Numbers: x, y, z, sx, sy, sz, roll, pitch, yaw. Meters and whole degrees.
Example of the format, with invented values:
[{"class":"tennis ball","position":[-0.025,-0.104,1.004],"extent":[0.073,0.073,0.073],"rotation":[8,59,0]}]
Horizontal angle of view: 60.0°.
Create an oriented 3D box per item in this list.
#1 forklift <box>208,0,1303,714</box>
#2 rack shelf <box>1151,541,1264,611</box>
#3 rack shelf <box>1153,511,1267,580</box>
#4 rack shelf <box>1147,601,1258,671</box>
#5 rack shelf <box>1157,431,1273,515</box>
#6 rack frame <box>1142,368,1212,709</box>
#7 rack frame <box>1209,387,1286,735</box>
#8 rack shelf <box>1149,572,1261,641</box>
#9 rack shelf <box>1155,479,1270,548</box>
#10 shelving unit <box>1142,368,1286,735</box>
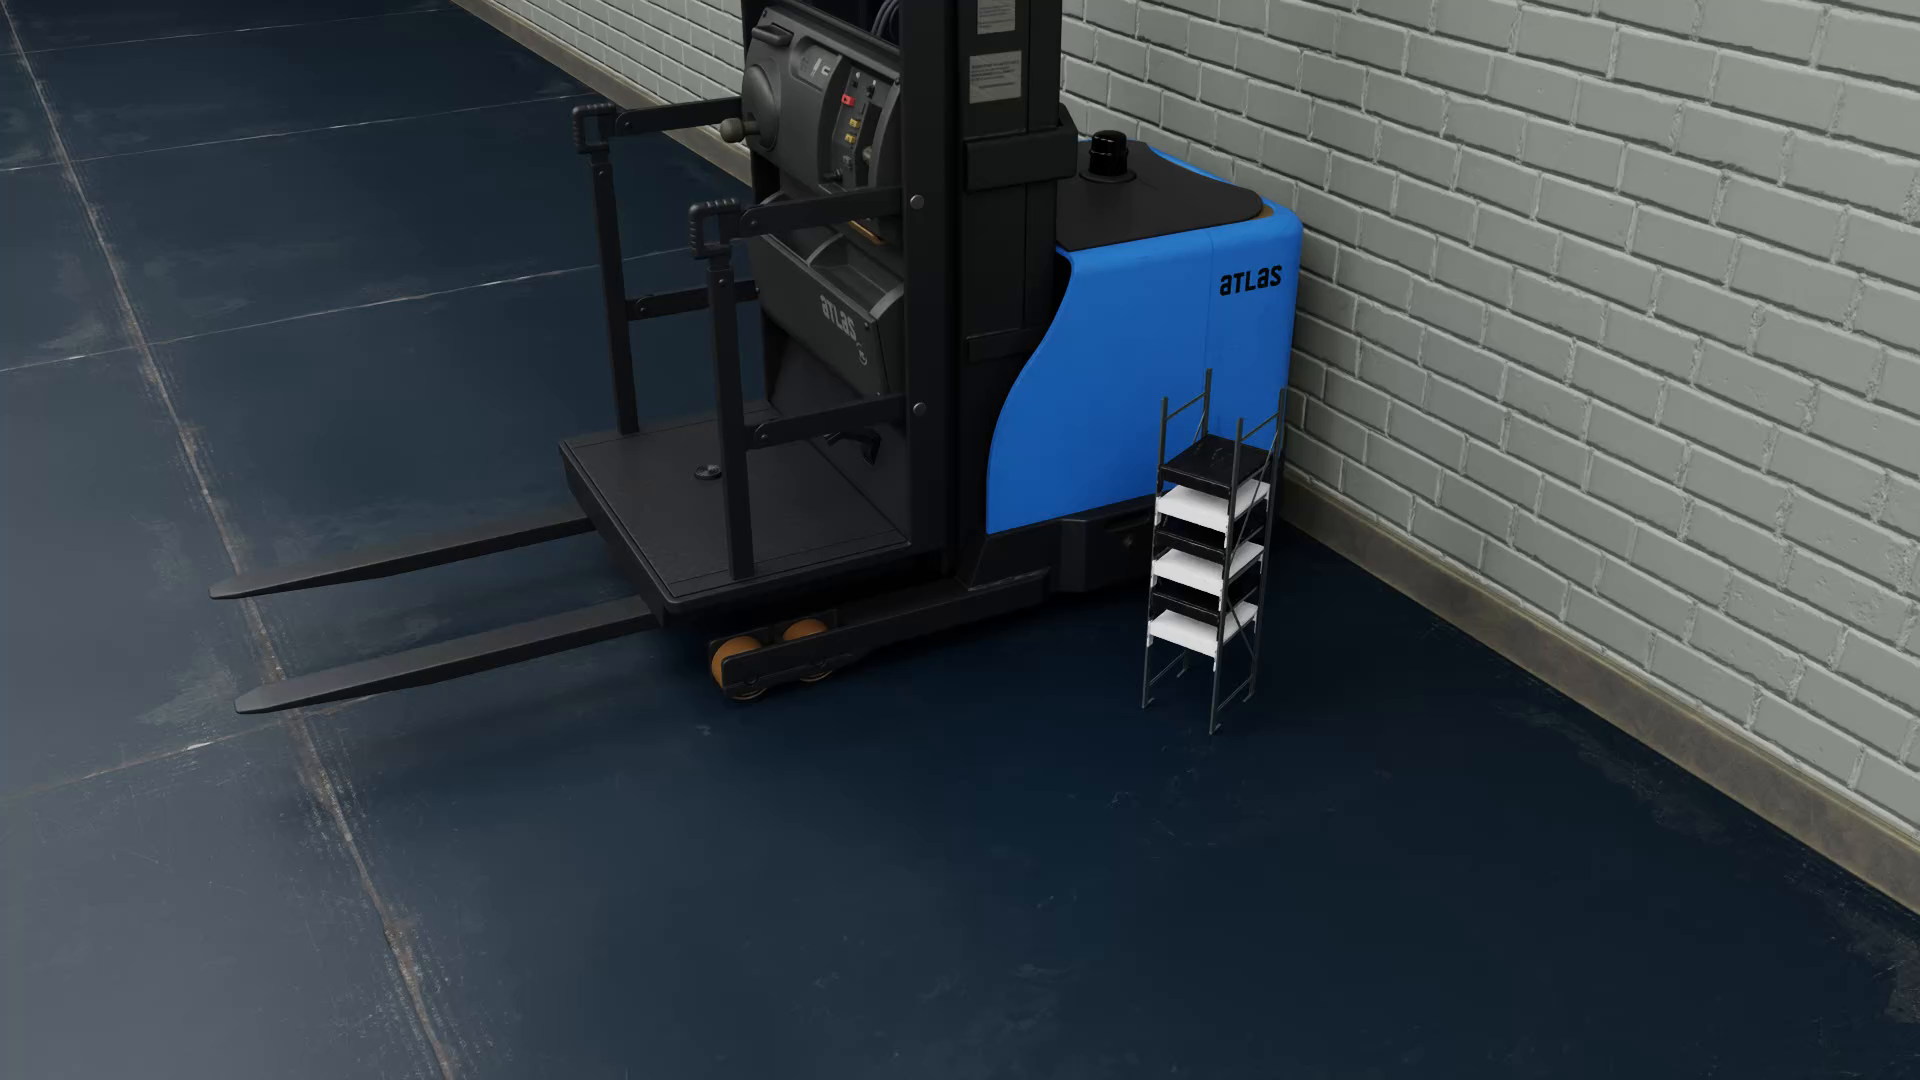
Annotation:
[{"class":"forklift","position":[-0.558,-1.146,4.293],"extent":[3.031,2.935,1.130],"rotation":[-14,32,-23]},{"class":"rack shelf","position":[0.641,0.067,4.266],"extent":[0.200,0.077,0.258],"rotation":[20,34,31]},{"class":"rack shelf","position":[0.641,-0.012,4.223],"extent":[0.200,0.077,0.258],"rotation":[20,34,31]},{"class":"rack shelf","position":[0.641,0.225,4.353],"extent":[0.200,0.077,0.258],"rotation":[20,34,31]},{"class":"rack shelf","position":[0.641,-0.169,4.136],"extent":[0.200,0.077,0.258],"rotation":[20,34,31]},{"class":"rack frame","position":[0.559,0.009,4.303],"extent":[0.006,0.900,0.240],"rotation":[20,34,31]},{"class":"rack frame","position":[0.723,0.067,4.197],"extent":[0.006,0.900,0.240],"rotation":[20,34,31]},{"class":"rack shelf","position":[0.641,0.146,4.310],"extent":[0.200,0.077,0.258],"rotation":[20,34,31]},{"class":"rack shelf","position":[0.641,-0.091,4.179],"extent":[0.200,0.077,0.258],"rotation":[20,34,31]},{"class":"shelving unit","position":[0.641,0.038,4.250],"extent":[0.210,0.900,0.258],"rotation":[20,34,31]}]
